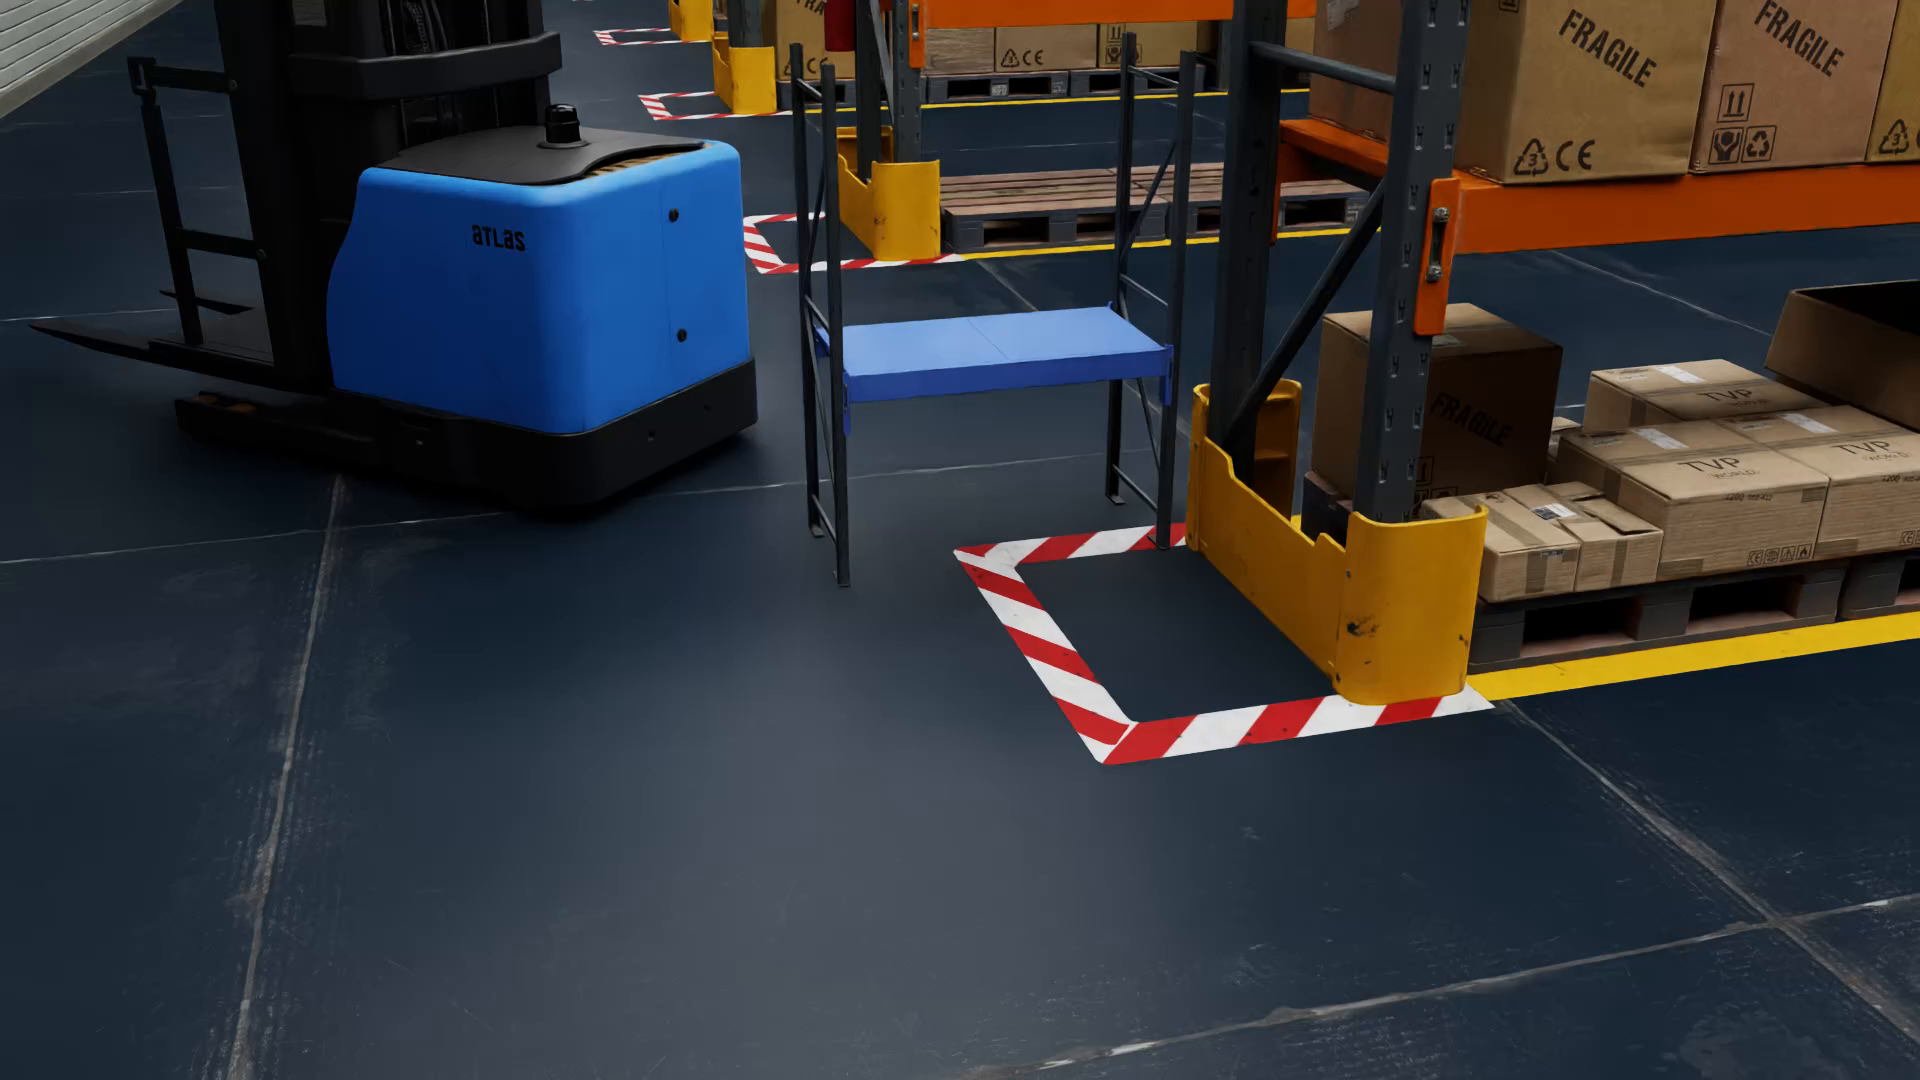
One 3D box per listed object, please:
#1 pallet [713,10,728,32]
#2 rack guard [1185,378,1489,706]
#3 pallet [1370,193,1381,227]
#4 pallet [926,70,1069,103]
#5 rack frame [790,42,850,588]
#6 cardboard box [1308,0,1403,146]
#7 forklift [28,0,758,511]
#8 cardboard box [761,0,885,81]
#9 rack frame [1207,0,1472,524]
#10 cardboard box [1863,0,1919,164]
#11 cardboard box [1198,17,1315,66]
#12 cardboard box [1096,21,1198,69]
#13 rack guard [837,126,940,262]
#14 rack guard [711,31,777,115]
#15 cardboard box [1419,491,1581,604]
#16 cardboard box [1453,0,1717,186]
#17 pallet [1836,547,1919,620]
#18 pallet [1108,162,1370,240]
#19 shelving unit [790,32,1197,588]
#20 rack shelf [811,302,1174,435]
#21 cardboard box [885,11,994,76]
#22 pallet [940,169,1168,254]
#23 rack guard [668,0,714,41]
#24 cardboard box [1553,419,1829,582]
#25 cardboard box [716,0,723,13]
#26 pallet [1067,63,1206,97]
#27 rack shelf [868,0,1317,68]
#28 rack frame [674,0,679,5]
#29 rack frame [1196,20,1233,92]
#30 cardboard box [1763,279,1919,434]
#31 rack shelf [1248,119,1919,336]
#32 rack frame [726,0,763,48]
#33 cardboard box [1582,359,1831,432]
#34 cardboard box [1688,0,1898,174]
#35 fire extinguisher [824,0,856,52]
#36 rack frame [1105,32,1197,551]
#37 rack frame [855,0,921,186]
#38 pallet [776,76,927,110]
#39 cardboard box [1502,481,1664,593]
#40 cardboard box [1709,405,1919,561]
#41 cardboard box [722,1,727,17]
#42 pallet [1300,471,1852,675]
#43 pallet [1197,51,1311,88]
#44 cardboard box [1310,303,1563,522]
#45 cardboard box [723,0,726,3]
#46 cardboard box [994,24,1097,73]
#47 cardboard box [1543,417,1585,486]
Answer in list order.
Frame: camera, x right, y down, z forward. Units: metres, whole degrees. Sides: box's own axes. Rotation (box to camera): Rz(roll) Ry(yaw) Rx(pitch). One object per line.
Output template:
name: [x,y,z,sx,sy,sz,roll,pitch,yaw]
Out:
pallet: [-2.107,-5.634,18.113,1.213,0.211,1.003,-6,24,-14]
rack guard: [1.016,-0.038,4.706,0.348,0.500,1.175,-6,24,-14]
pallet: [2.763,-2.112,9.904,1.213,0.211,1.003,-6,24,-14]
pallet: [0.192,-3.902,14.077,1.213,0.211,1.003,-6,24,-14]
rack frame: [-0.407,-0.644,4.849,0.032,1.500,0.500,-6,24,-14]
cardboard box: [1.301,-1.376,4.526,0.500,0.500,0.500,-6,24,-13]
forklift: [-2.282,-1.843,5.827,3.031,2.935,1.130,12,26,26]
cardboard box: [-1.134,-4.256,13.526,0.875,0.875,0.875,-6,24,-14]
rack frame: [0.943,-1.179,4.194,0.127,3.000,1.000,-6,24,-14]
cardboard box: [2.421,-1.282,4.306,0.500,0.500,0.500,-6,24,-15]
cardboard box: [2.733,-4.659,14.466,0.875,0.875,1.225,-6,24,-14]
cardboard box: [1.465,-4.543,14.196,0.875,0.875,0.875,-6,24,-14]
rack guard: [-0.411,-1.904,9.053,0.348,0.500,1.175,-6,24,-14]
rack guard: [-1.752,-3.789,13.447,0.348,0.500,1.175,-6,24,-14]
cardboard box: [1.439,0.015,4.469,0.250,0.149,0.380,-6,24,-14]
cardboard box: [1.442,-1.172,4.051,0.500,0.500,0.500,-6,24,-13]
pallet: [2.956,-0.119,5.261,1.213,0.211,1.003,-6,24,-14]
pallet: [1.586,-1.980,9.597,1.213,0.211,1.003,-6,24,-14]
shelving unit: [0.082,-0.698,4.975,1.048,1.500,0.538,-6,24,-14]
rack shelf: [0.082,-0.533,5.046,1.000,0.185,0.538,-6,24,-14]
cardboard box: [-0.258,-4.353,13.752,0.875,0.875,0.875,-6,24,-14]
pallet: [0.413,-1.852,9.298,1.213,0.211,1.003,-6,24,-14]
rack guard: [-2.898,-5.694,17.886,0.348,0.500,1.175,-6,24,-14]
cardboard box: [2.025,-0.121,4.657,0.500,0.250,0.500,-6,24,-14]
cardboard box: [-2.521,-5.852,18.168,0.250,0.149,0.380,-6,24,-13]
pallet: [1.369,-4.034,14.383,1.213,0.211,1.003,-6,24,-14]
rack shelf: [1.534,-2.943,9.216,4.000,0.370,1.077,-6,24,-14]
rack frame: [-2.972,-6.834,17.374,0.127,3.000,1.000,-6,24,-14]
rack frame: [2.122,-5.367,13.953,0.127,3.000,1.000,-6,24,-14]
cardboard box: [2.987,-0.458,5.121,0.637,0.503,0.797,-6,24,-14]
rack shelf: [2.869,-1.062,4.832,4.000,0.370,1.077,-6,24,-14]
rack frame: [-1.729,-4.941,12.960,0.127,3.000,1.000,-6,24,-14]
cardboard box: [2.323,-0.359,5.212,0.500,0.250,0.500,-6,24,-14]
cardboard box: [1.937,-1.229,4.184,0.500,0.500,0.500,-7,24,-15]
fire extinguisher: [-0.659,-3.010,9.031,0.183,0.674,0.296,-6,24,-14]
rack frame: [0.572,-0.753,5.102,0.032,1.500,0.500,-6,24,-14]
rack frame: [-0.391,-3.060,8.578,0.127,3.000,1.000,-6,24,-14]
pallet: [-0.980,-3.774,13.778,1.213,0.211,1.003,-6,24,-14]
cardboard box: [1.680,-0.020,4.528,0.250,0.166,0.380,-6,24,-14]
cardboard box: [2.506,-0.174,4.782,0.500,0.250,0.500,-6,24,-14]
cardboard box: [-2.381,-5.652,17.700,0.250,0.149,0.380,-6,24,-13]
pallet: [1.784,0.009,4.961,1.213,0.211,1.003,-6,24,-14]
pallet: [2.845,-4.196,14.761,1.213,0.211,1.003,-6,24,-14]
cardboard box: [1.400,-0.384,4.953,0.500,0.500,0.500,-6,24,-14]
cardboard box: [-2.398,-5.812,17.697,0.250,0.149,0.380,-5,24,-12]
cardboard box: [0.599,-4.447,13.973,0.875,0.875,0.875,-6,24,-14]
cardboard box: [1.815,-0.240,5.040,0.250,0.166,0.380,-6,24,-14]
